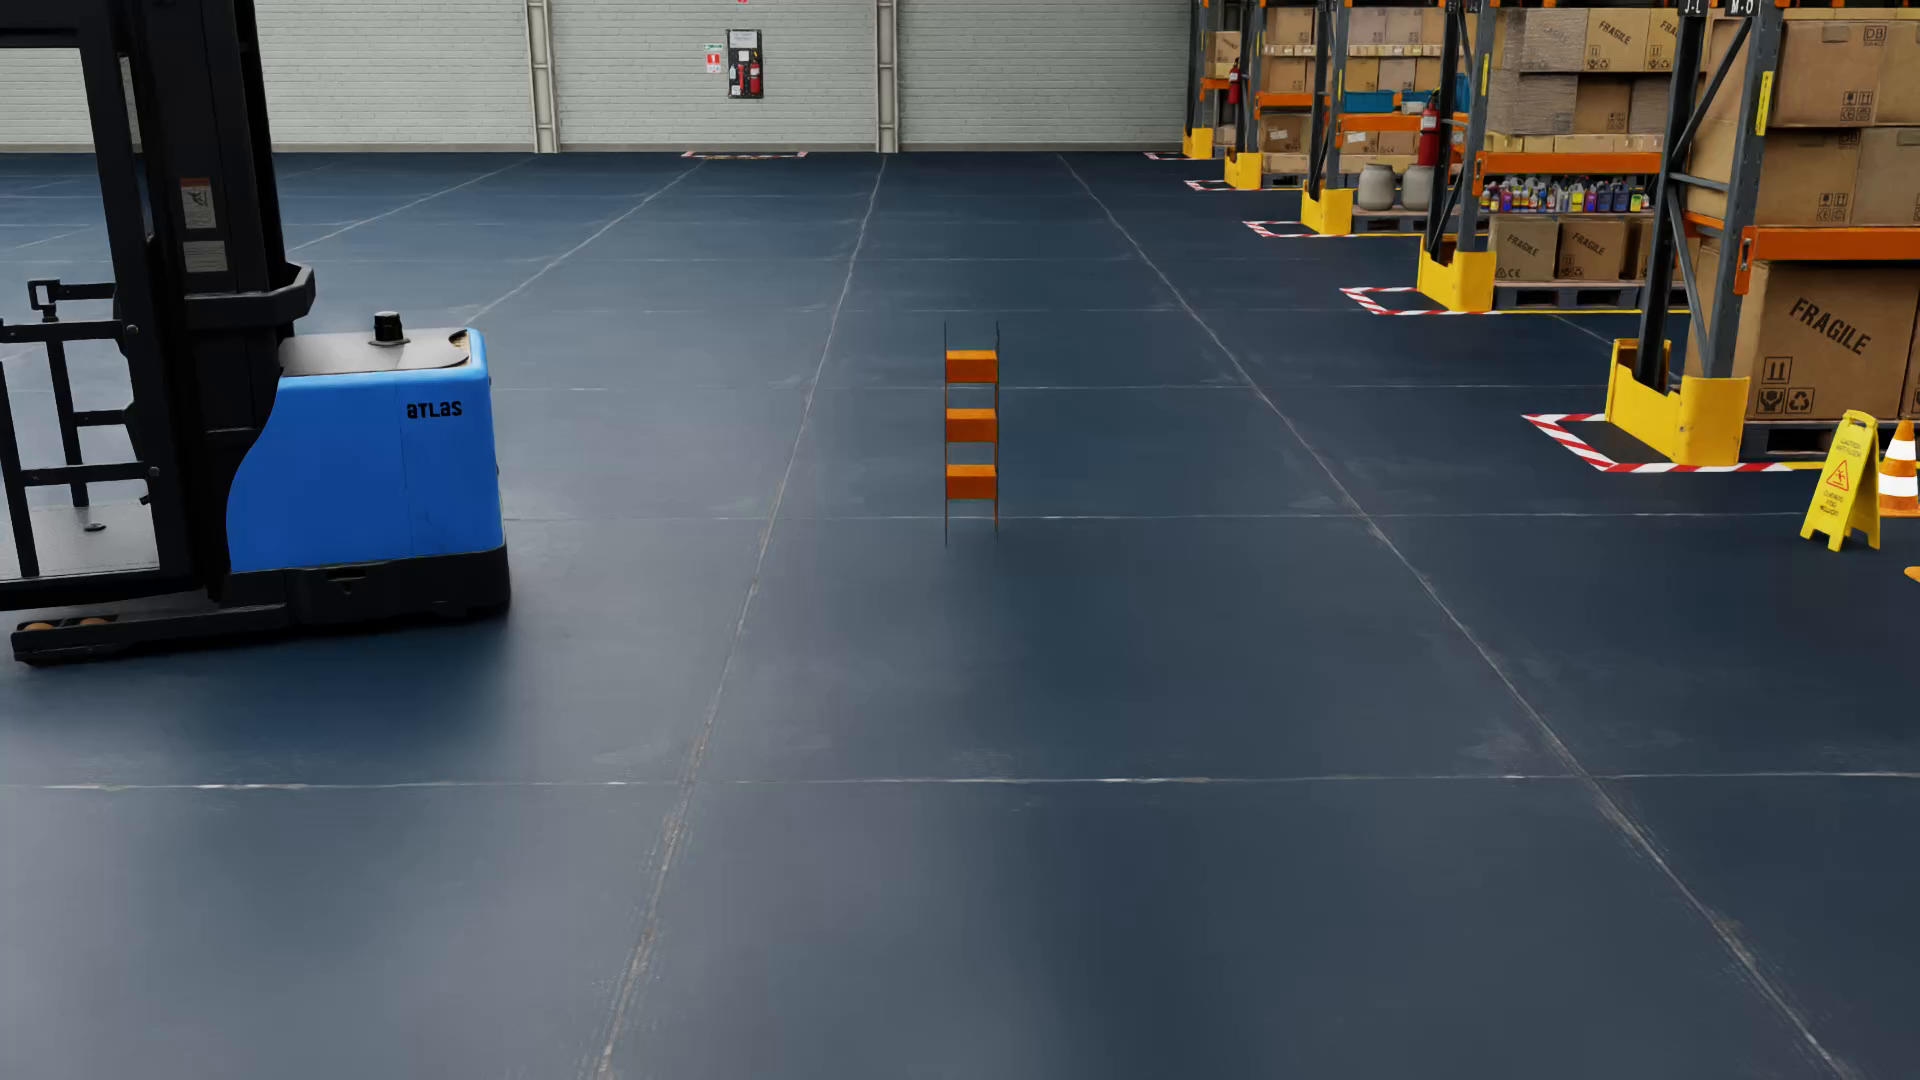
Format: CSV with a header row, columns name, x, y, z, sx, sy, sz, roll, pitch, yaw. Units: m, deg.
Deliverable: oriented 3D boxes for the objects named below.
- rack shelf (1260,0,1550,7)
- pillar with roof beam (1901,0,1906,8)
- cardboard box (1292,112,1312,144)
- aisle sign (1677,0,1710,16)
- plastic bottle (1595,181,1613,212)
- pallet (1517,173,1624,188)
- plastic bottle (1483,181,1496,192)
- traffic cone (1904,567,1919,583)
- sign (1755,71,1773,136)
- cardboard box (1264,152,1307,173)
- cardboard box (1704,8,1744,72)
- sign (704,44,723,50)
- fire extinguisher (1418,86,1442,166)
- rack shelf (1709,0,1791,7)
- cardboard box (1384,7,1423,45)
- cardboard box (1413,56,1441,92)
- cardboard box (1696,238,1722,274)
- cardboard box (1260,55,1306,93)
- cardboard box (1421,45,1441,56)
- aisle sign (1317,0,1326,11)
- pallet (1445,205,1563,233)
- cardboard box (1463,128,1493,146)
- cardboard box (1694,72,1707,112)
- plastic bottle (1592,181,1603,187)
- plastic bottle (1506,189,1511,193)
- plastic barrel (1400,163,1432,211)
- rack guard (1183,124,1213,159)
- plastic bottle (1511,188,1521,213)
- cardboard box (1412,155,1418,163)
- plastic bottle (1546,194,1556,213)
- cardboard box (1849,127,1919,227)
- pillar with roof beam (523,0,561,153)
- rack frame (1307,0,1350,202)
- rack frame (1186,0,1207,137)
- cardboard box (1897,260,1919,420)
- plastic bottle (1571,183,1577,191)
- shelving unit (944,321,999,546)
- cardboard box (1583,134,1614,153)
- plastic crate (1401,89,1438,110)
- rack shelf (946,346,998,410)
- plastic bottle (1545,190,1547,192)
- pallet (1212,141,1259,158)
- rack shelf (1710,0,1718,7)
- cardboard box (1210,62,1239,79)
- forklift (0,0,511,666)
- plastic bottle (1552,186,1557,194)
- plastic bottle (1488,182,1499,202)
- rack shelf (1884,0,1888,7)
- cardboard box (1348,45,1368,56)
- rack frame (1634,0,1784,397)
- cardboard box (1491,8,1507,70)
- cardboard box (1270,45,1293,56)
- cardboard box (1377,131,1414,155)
name,x,y,z,sx,sy,sz,roll,pitch,yaw
rack shelf,6.104,-7.657,23.274,4.000,0.370,1.077,0,18,-1
pillar with roof beam,16.775,-9.942,24.308,0.400,9.000,9.100,0,18,-1
cardboard box,6.019,-7.061,28.520,0.500,0.500,0.700,-1,18,-4
aisle sign,4.158,-3.350,9.324,0.004,0.787,0.394,0,18,-1
plastic bottle,7.347,-3.924,18.986,0.185,0.351,0.144,-1,18,-4
pallet,8.839,-5.269,24.126,1.213,0.211,1.003,0,18,-1
plastic bottle,6.260,-4.097,19.647,0.135,0.276,0.152,0,18,0
traffic cone,4.465,-0.035,7.399,0.334,0.463,0.336,0,18,-1
sign,4.236,-2.301,8.764,0.005,0.325,0.100,0,18,-1
cardboard box,4.644,-5.387,23.744,0.500,0.250,0.500,0,18,-1
cardboard box,6.310,-4.128,13.719,0.500,0.500,0.500,0,18,-1
sign,-4.312,-8.609,29.046,0.331,0.109,0.001,0,18,-1
fire extinguisher,4.135,-3.640,14.609,0.183,0.674,0.296,0,18,-1
rack shelf,6.233,-3.116,9.118,4.000,0.370,1.077,0,18,-1
cardboard box,6.154,-7.235,23.403,0.500,0.500,0.700,0,18,-1
cardboard box,6.631,-6.619,23.606,0.500,0.500,0.700,0,18,0
cardboard box,6.663,-2.543,14.470,0.500,0.500,0.500,-2,18,-6
cardboard box,4.571,-6.608,23.572,0.500,0.500,0.700,0,18,-1
cardboard box,6.565,-6.865,23.312,0.250,0.149,0.380,0,18,1
aisle sign,4.102,-6.377,18.761,0.004,0.787,0.394,0,18,-1
pallet,6.283,-3.743,19.370,1.213,0.211,1.003,0,18,-1
cardboard box,4.538,-3.481,14.399,0.250,0.149,0.380,0,18,-1
cardboard box,6.306,-3.747,14.166,0.500,0.500,0.875,0,18,-1
plastic bottle,7.529,-4.103,19.666,0.135,0.276,0.152,0,18,1
plastic bottle,6.419,-4.024,19.542,0.097,0.201,0.097,0,18,0
plastic barrel,5.336,-4.093,19.282,0.421,0.512,0.421,0,18,0
rack guard,4.098,-6.885,28.691,0.348,0.500,1.175,0,18,-1
plastic bottle,6.339,-3.874,18.961,0.097,0.271,0.097,0,18,0
cardboard box,6.643,-5.396,23.773,0.500,0.250,0.500,0,18,-1
plastic bottle,6.743,-3.843,18.978,0.097,0.201,0.097,0,18,0
cardboard box,5.154,-2.117,9.491,0.550,0.550,0.875,0,18,-1
pillar with roof beam,-7.222,-9.826,23.947,0.400,9.000,9.100,0,18,-1
rack frame,4.178,-5.049,18.876,0.127,3.000,1.000,0,18,-1
rack frame,4.022,-8.075,28.308,0.127,3.000,1.000,0,18,-1
cardboard box,5.790,-1.237,9.785,0.875,0.875,0.875,-1,18,-2
plastic bottle,7.221,-4.064,19.551,0.097,0.271,0.097,0,18,0
shelving unit,0.054,-0.500,7.888,0.252,1.050,0.215,0,18,-1
cardboard box,5.295,-3.345,13.974,0.250,0.149,0.380,0,18,-1
plastic crate,5.323,-5.073,19.195,0.408,0.251,0.499,0,18,-1
rack shelf,0.054,-0.760,7.805,0.240,0.259,0.215,0,18,-1
plastic bottle,6.892,-4.073,19.694,0.097,0.201,0.097,0,18,0
pallet,4.911,-6.740,28.714,1.213,0.211,1.003,0,18,-1
rack shelf,10.178,-6.164,18.618,4.000,0.370,1.077,0,18,-1
cardboard box,4.515,-7.918,28.033,0.500,0.250,0.500,-1,18,-2
forklift,-3.482,-1.082,6.621,3.031,2.935,1.130,-5,18,-16
plastic bottle,6.859,-3.924,19.095,0.133,0.283,0.061,0,18,-1
plastic bottle,6.262,-4.068,19.545,0.133,0.283,0.061,0,18,-1
rack shelf,14.021,-9.209,28.110,4.000,0.370,1.077,0,18,-1
cardboard box,5.532,-6.860,23.296,0.250,0.149,0.380,-1,18,-3
rack frame,4.234,-2.021,9.436,0.127,3.000,1.000,0,18,-1
cardboard box,4.802,-4.280,14.190,0.500,0.500,0.500,0,18,-1
cardboard box,4.500,-6.854,23.278,0.250,0.149,0.380,0,18,-1
cardboard box,6.143,-5.751,23.650,0.500,0.500,0.500,0,18,-1
